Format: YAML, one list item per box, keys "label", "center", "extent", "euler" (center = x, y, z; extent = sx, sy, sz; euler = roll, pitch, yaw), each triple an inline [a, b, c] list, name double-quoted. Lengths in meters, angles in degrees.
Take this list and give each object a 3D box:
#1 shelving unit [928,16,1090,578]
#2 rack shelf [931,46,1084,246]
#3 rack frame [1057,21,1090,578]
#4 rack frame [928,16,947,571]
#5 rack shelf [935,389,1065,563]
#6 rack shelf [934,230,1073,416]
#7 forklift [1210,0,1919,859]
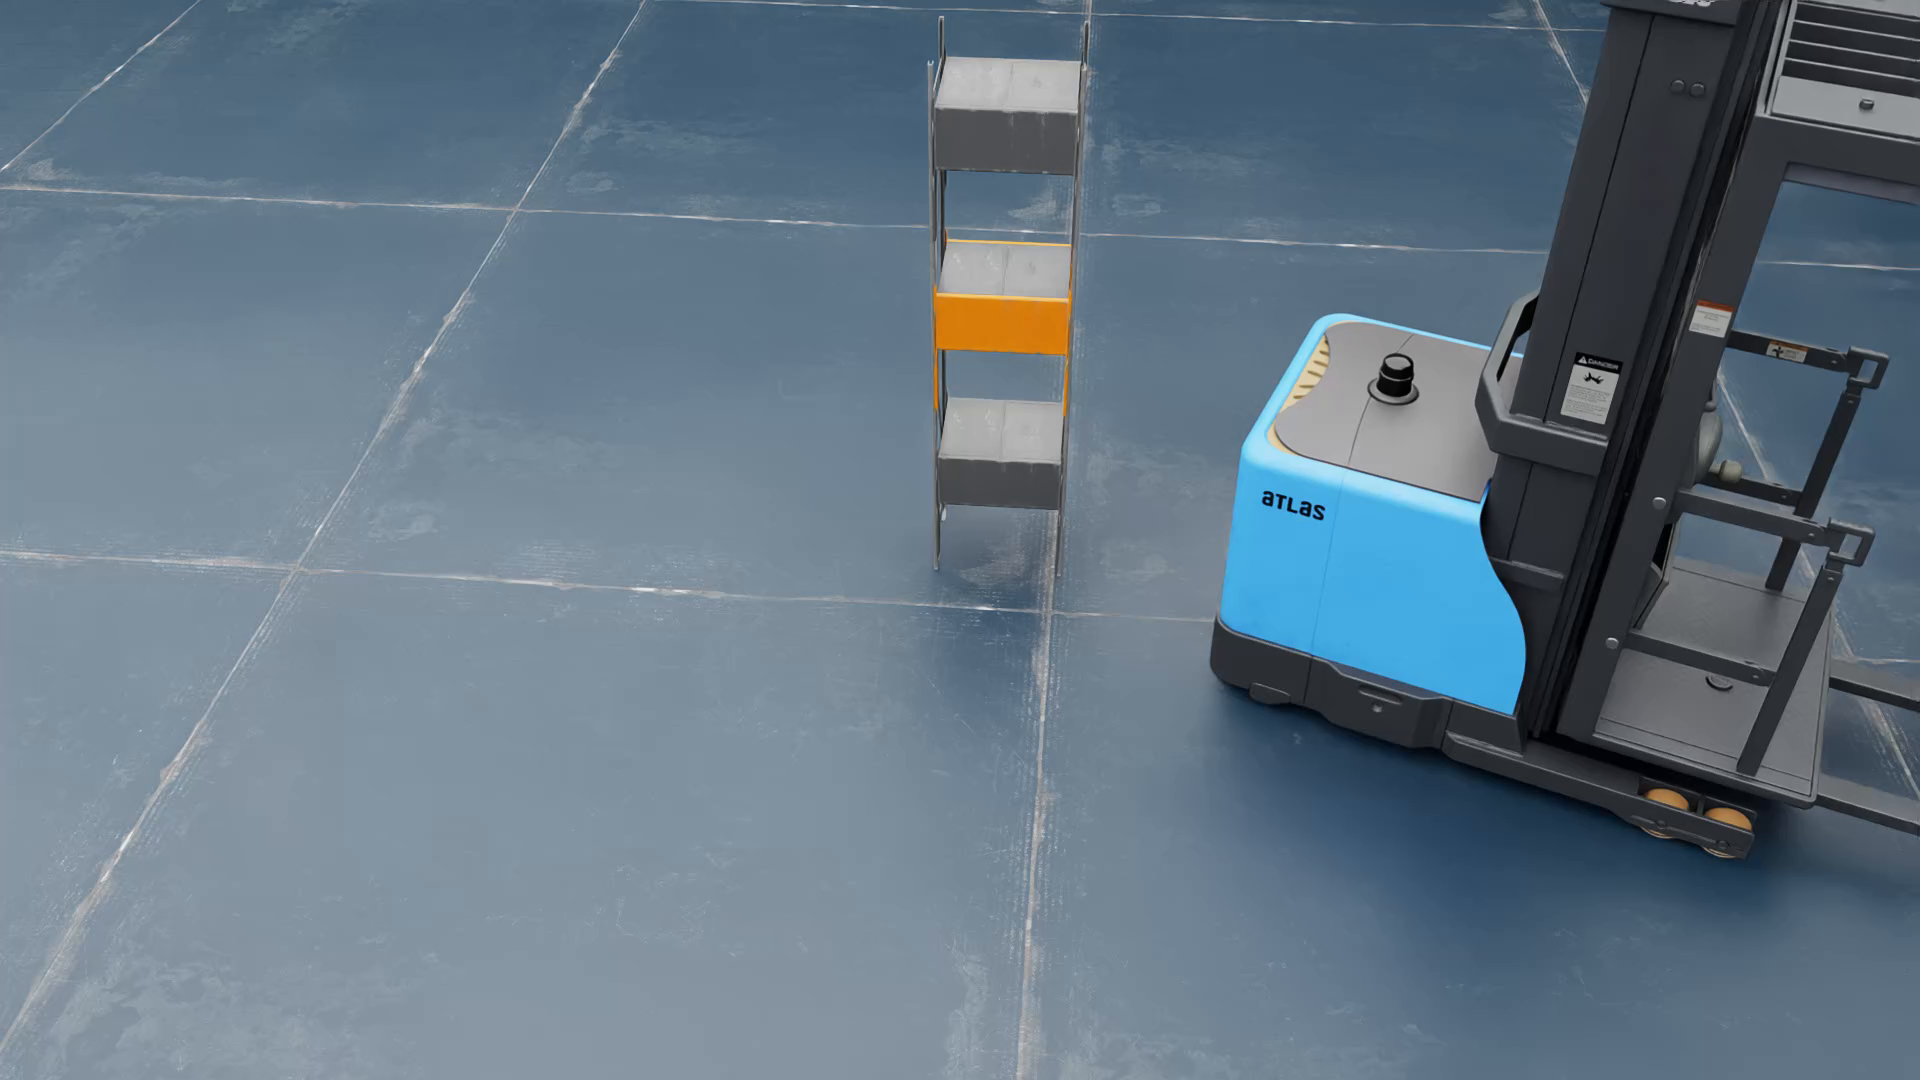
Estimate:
- label: "shelving unit"
  center: [0.165, -0.805, 6.076]
  extent: [0.503, 2.100, 0.431]
  euler: [3, 39, 4]
- label: "rack shelf"
  center: [0.165, -1.338, 5.643]
  extent: [0.480, 0.518, 0.431]
  euler: [3, 39, 4]
- label: "rack frame"
  center: [0.408, -0.792, 6.060]
  extent: [0.015, 2.100, 0.400]
  euler: [3, 39, 4]
- label: "rack frame"
  center: [-0.078, -0.819, 6.092]
  extent: [0.015, 2.100, 0.400]
  euler: [3, 39, 4]
- label: "rack shelf"
  center: [0.165, -0.252, 6.527]
  extent: [0.480, 0.518, 0.431]
  euler: [3, 39, 4]
- label: "rack shelf"
  center: [0.165, -0.795, 6.085]
  extent: [0.480, 0.518, 0.431]
  euler: [3, 39, 4]
- label: "forklift"
  center: [2.469, -0.478, 5.015]
  extent: [3.031, 2.935, 1.130]
  euler: [17, 42, 20]
